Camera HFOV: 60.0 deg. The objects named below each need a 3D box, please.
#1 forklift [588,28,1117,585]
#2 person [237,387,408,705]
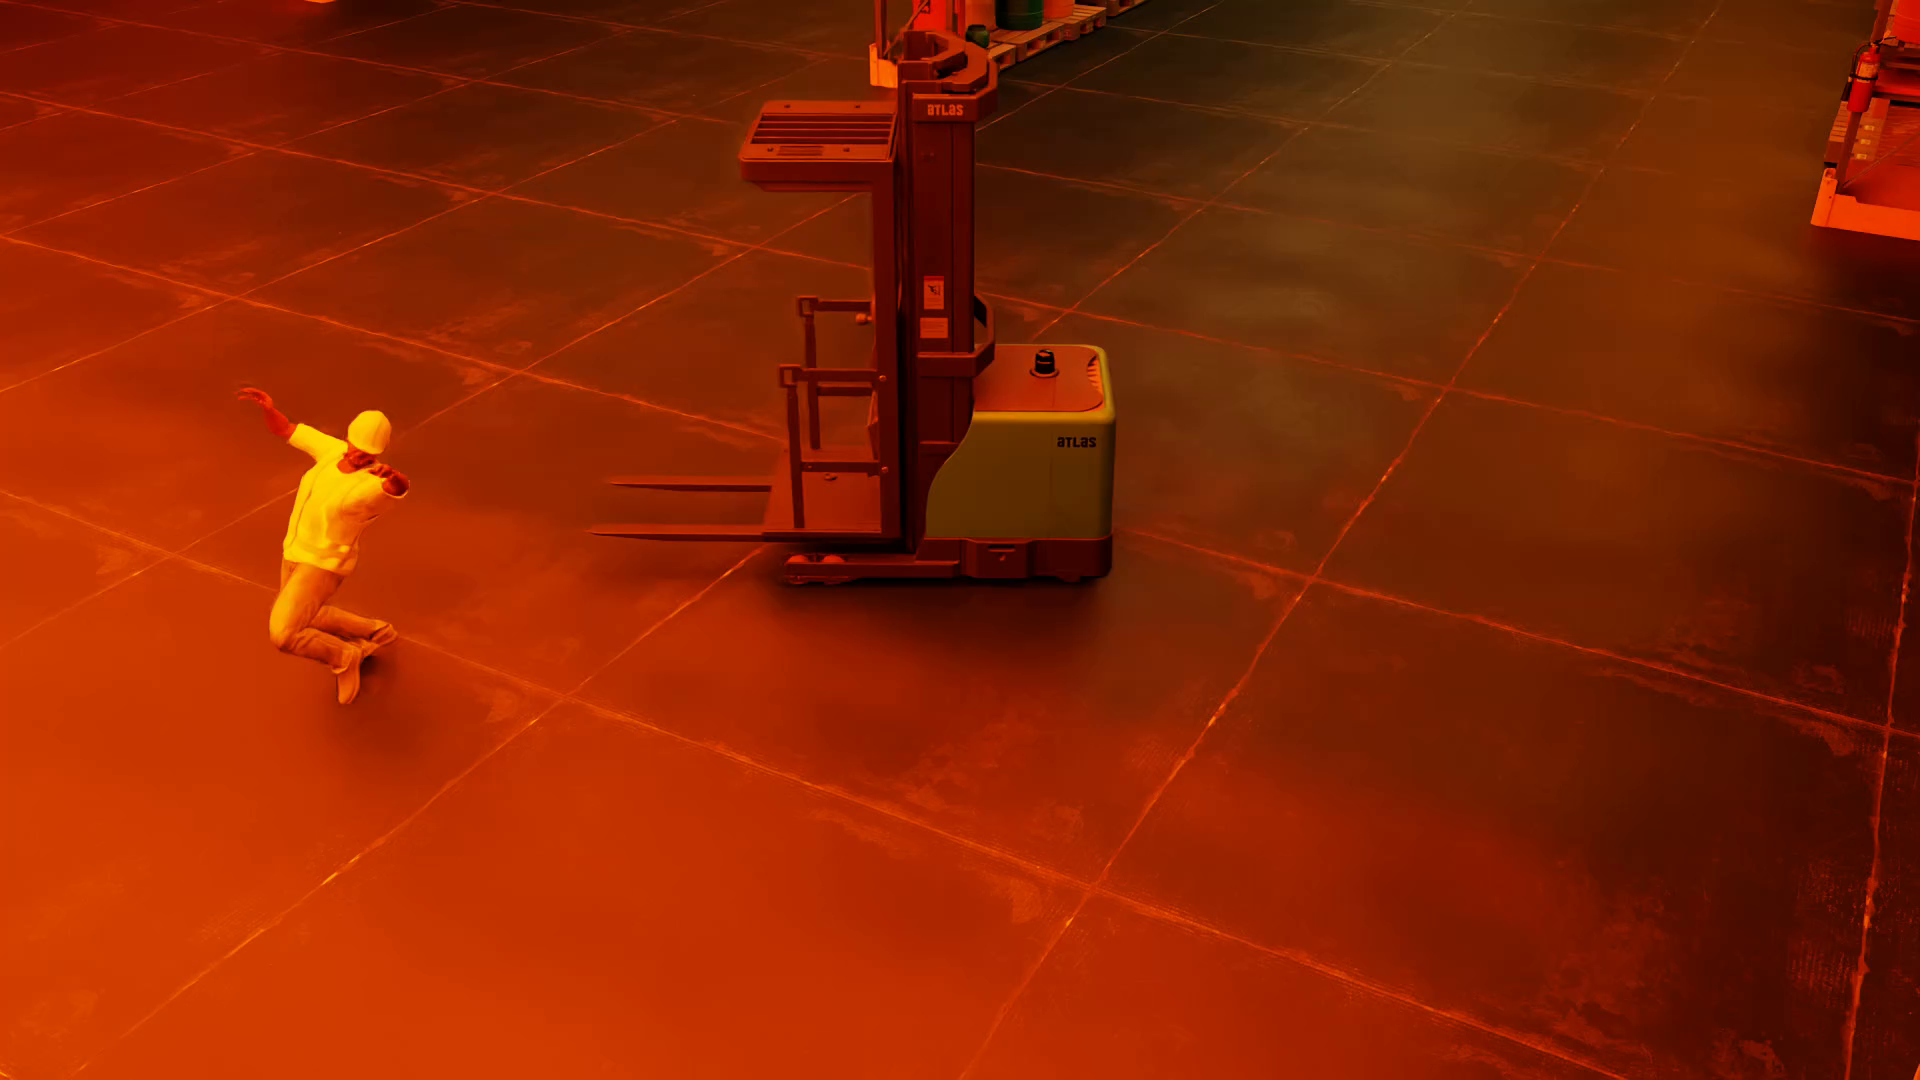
[{"bbox_3d":[-0.635,-1.275,9.280,3.031,2.935,1.130,0,30,1],"label":"forklift"},{"bbox_3d":[-3.093,0.067,8.264,0.827,1.667,1.119,-21,36,-32],"label":"person"}]
